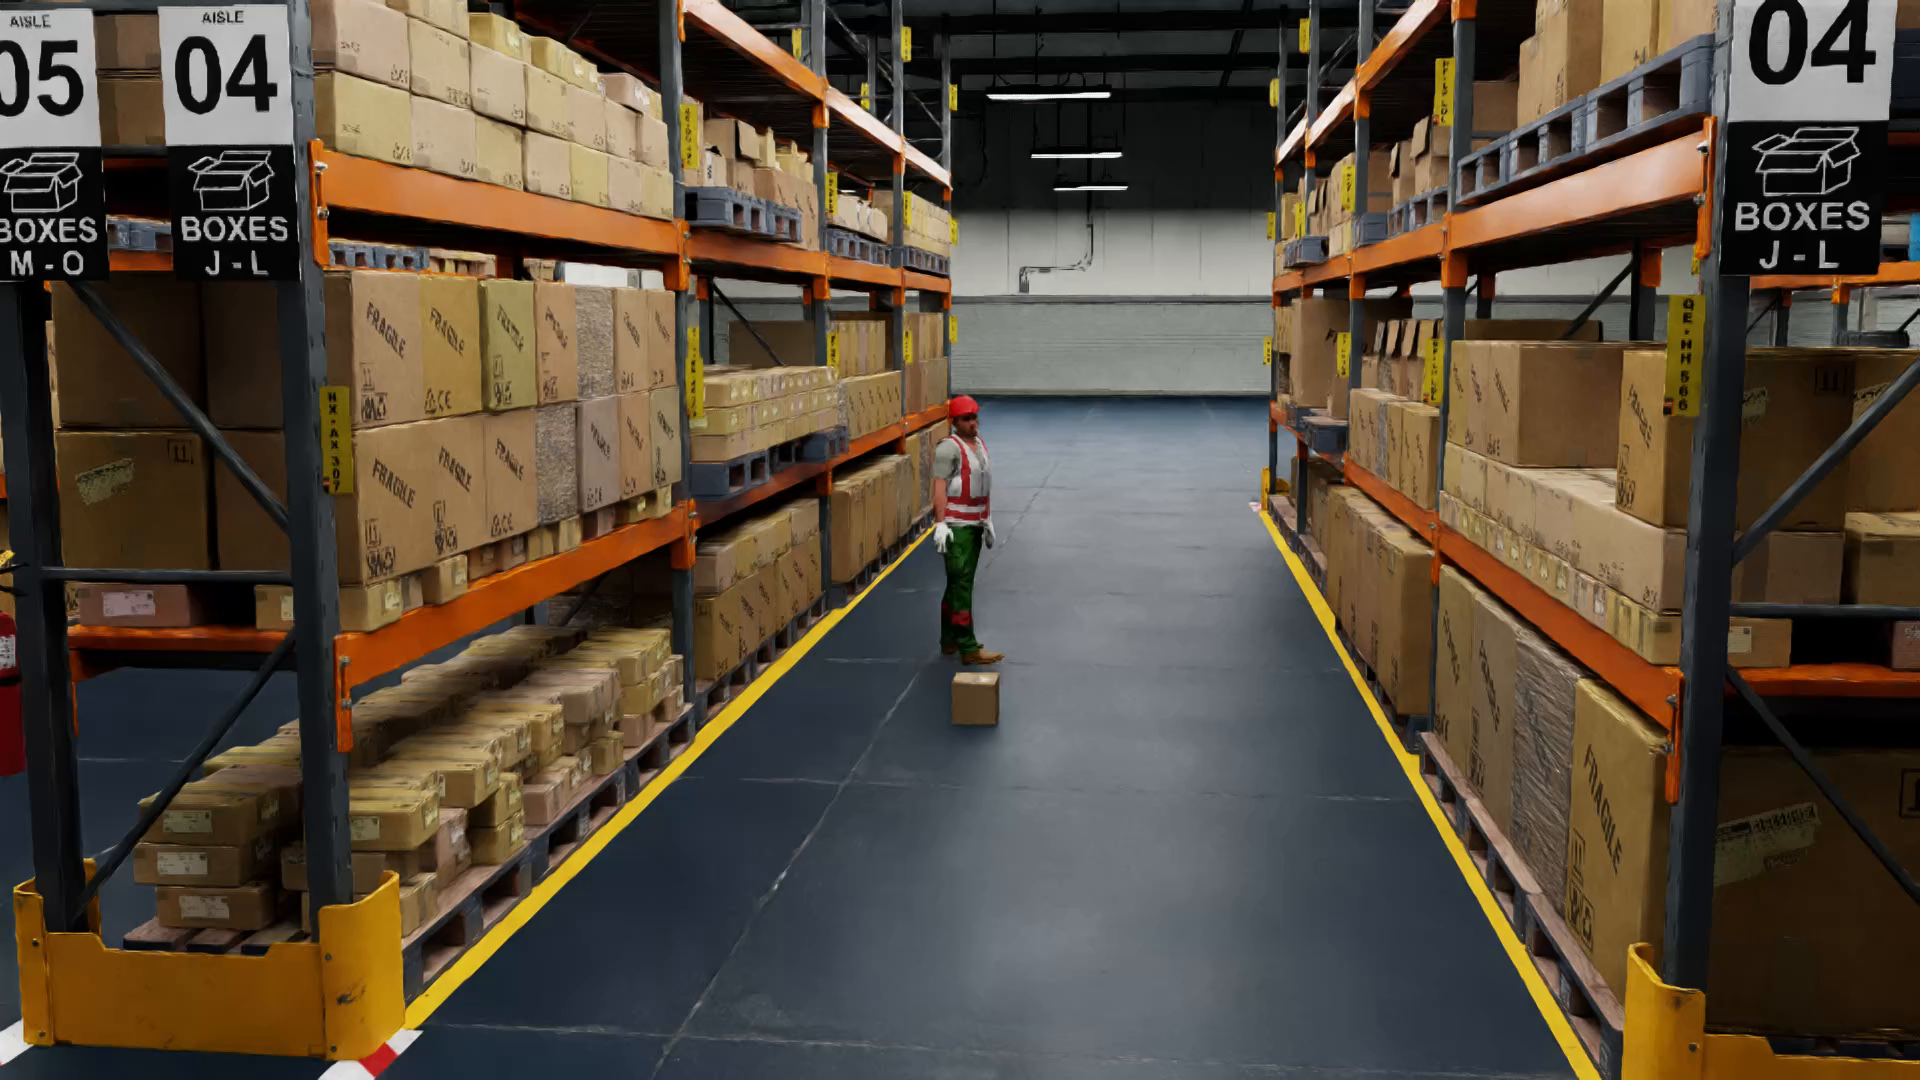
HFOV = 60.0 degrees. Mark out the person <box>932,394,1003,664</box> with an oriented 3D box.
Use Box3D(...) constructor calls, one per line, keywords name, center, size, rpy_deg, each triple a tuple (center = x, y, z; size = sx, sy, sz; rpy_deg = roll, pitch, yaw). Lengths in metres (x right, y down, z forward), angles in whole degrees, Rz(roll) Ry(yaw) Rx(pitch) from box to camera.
Box3D(name="person", center=(0.064, -0.079, 11.105), size=(0.583, 1.786, 0.676), rpy_deg=(4, 8, 27))
